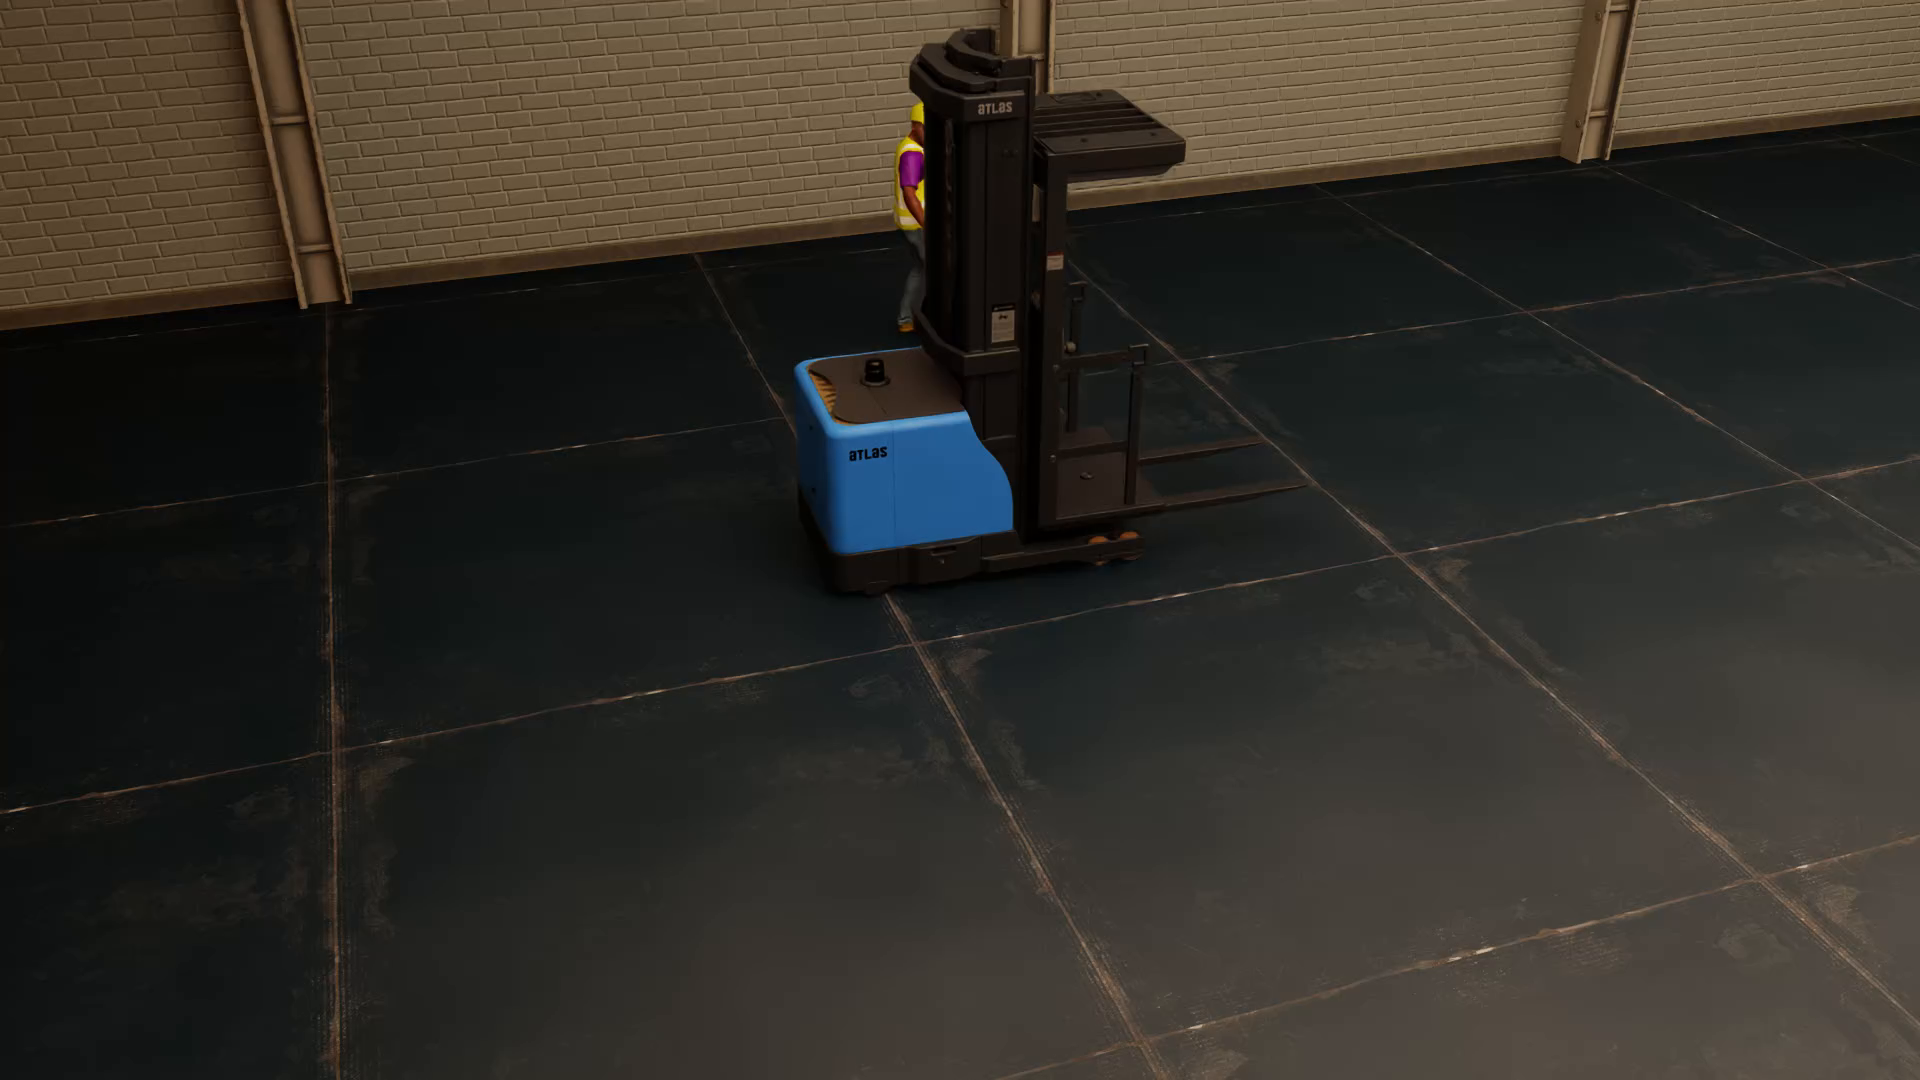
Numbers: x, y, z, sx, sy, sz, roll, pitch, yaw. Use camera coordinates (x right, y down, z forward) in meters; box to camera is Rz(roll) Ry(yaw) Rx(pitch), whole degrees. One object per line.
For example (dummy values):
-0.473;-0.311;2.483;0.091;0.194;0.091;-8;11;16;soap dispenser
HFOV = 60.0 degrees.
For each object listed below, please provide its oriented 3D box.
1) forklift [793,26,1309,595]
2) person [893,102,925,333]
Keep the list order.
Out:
0.590;-1.367;9.462;3.031;2.935;1.130;-8;31;-14;forklift
-0.242;-2.381;12.414;0.521;1.748;0.794;-7;31;-13;person
